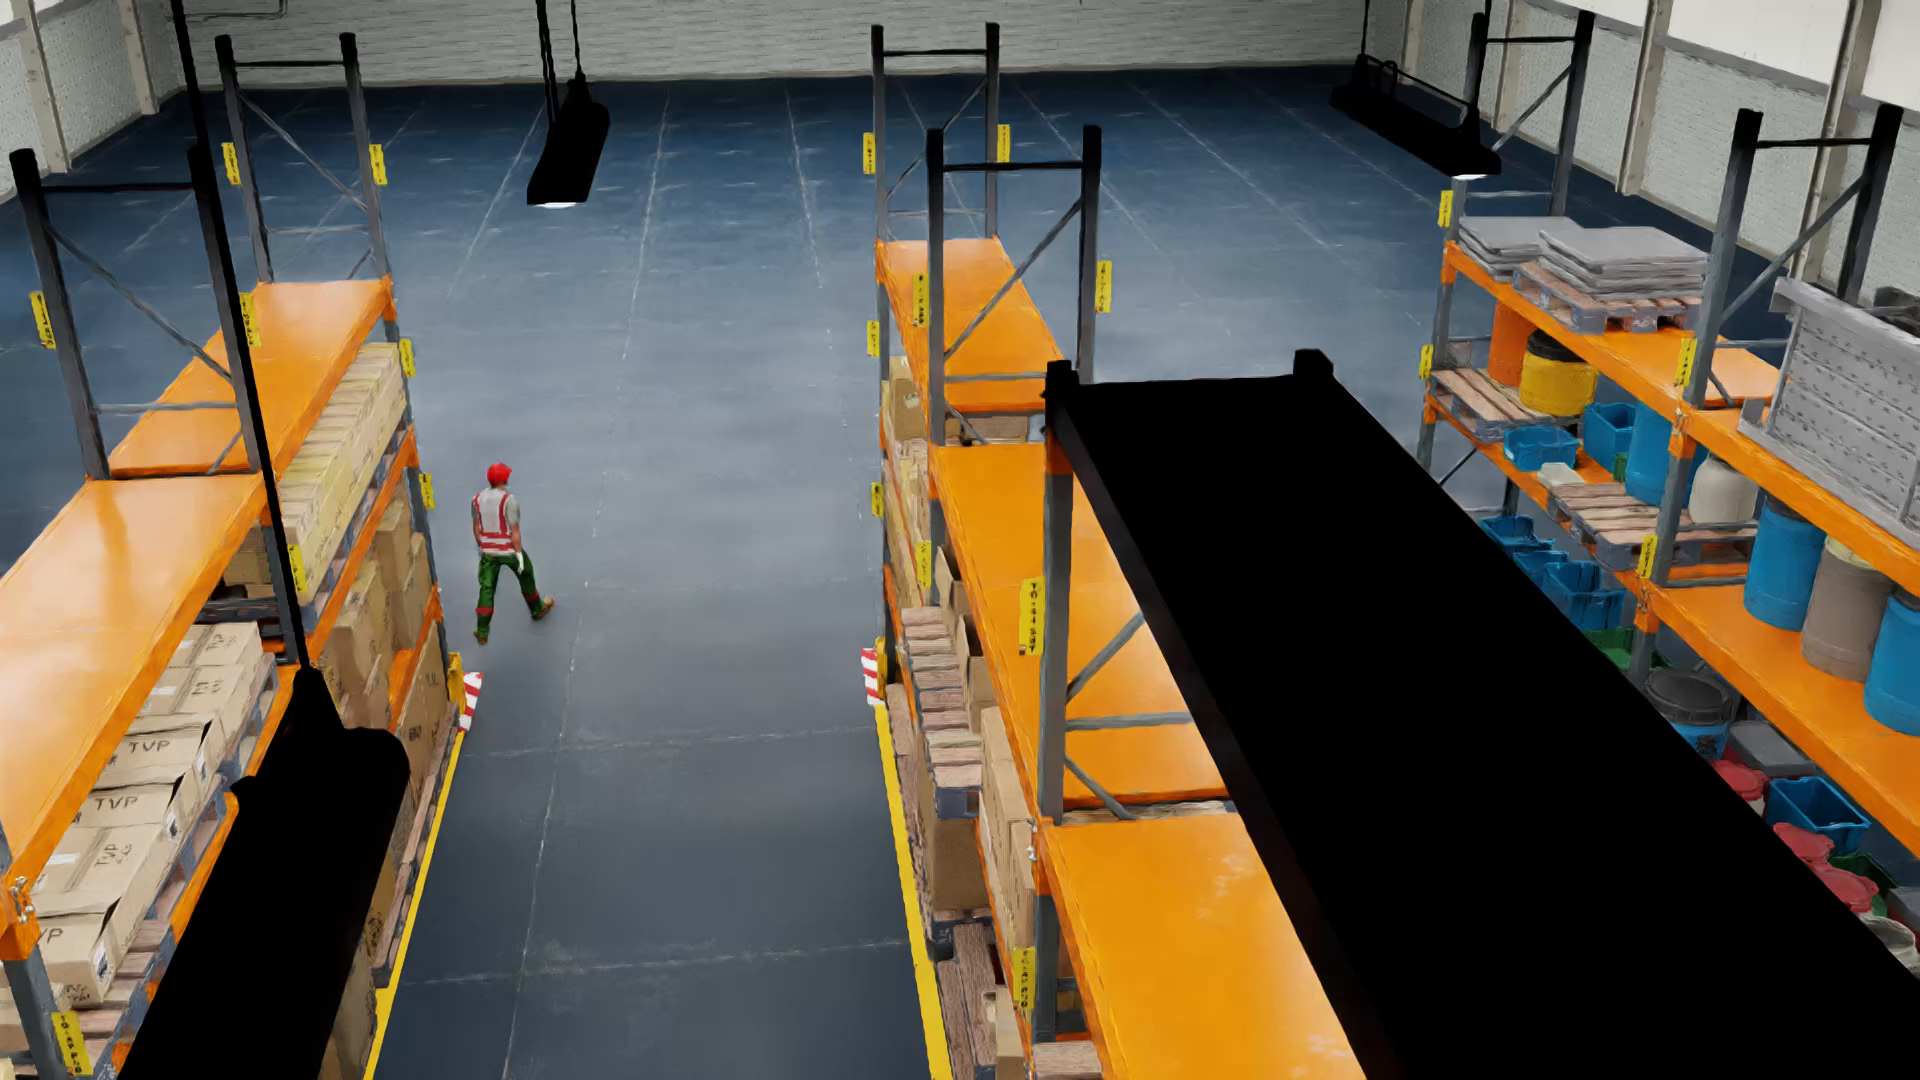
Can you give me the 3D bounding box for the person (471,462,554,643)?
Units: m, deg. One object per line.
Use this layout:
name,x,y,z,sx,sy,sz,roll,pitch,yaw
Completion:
person,-4.494,0.080,16.347,0.590,1.747,0.984,7,26,13
